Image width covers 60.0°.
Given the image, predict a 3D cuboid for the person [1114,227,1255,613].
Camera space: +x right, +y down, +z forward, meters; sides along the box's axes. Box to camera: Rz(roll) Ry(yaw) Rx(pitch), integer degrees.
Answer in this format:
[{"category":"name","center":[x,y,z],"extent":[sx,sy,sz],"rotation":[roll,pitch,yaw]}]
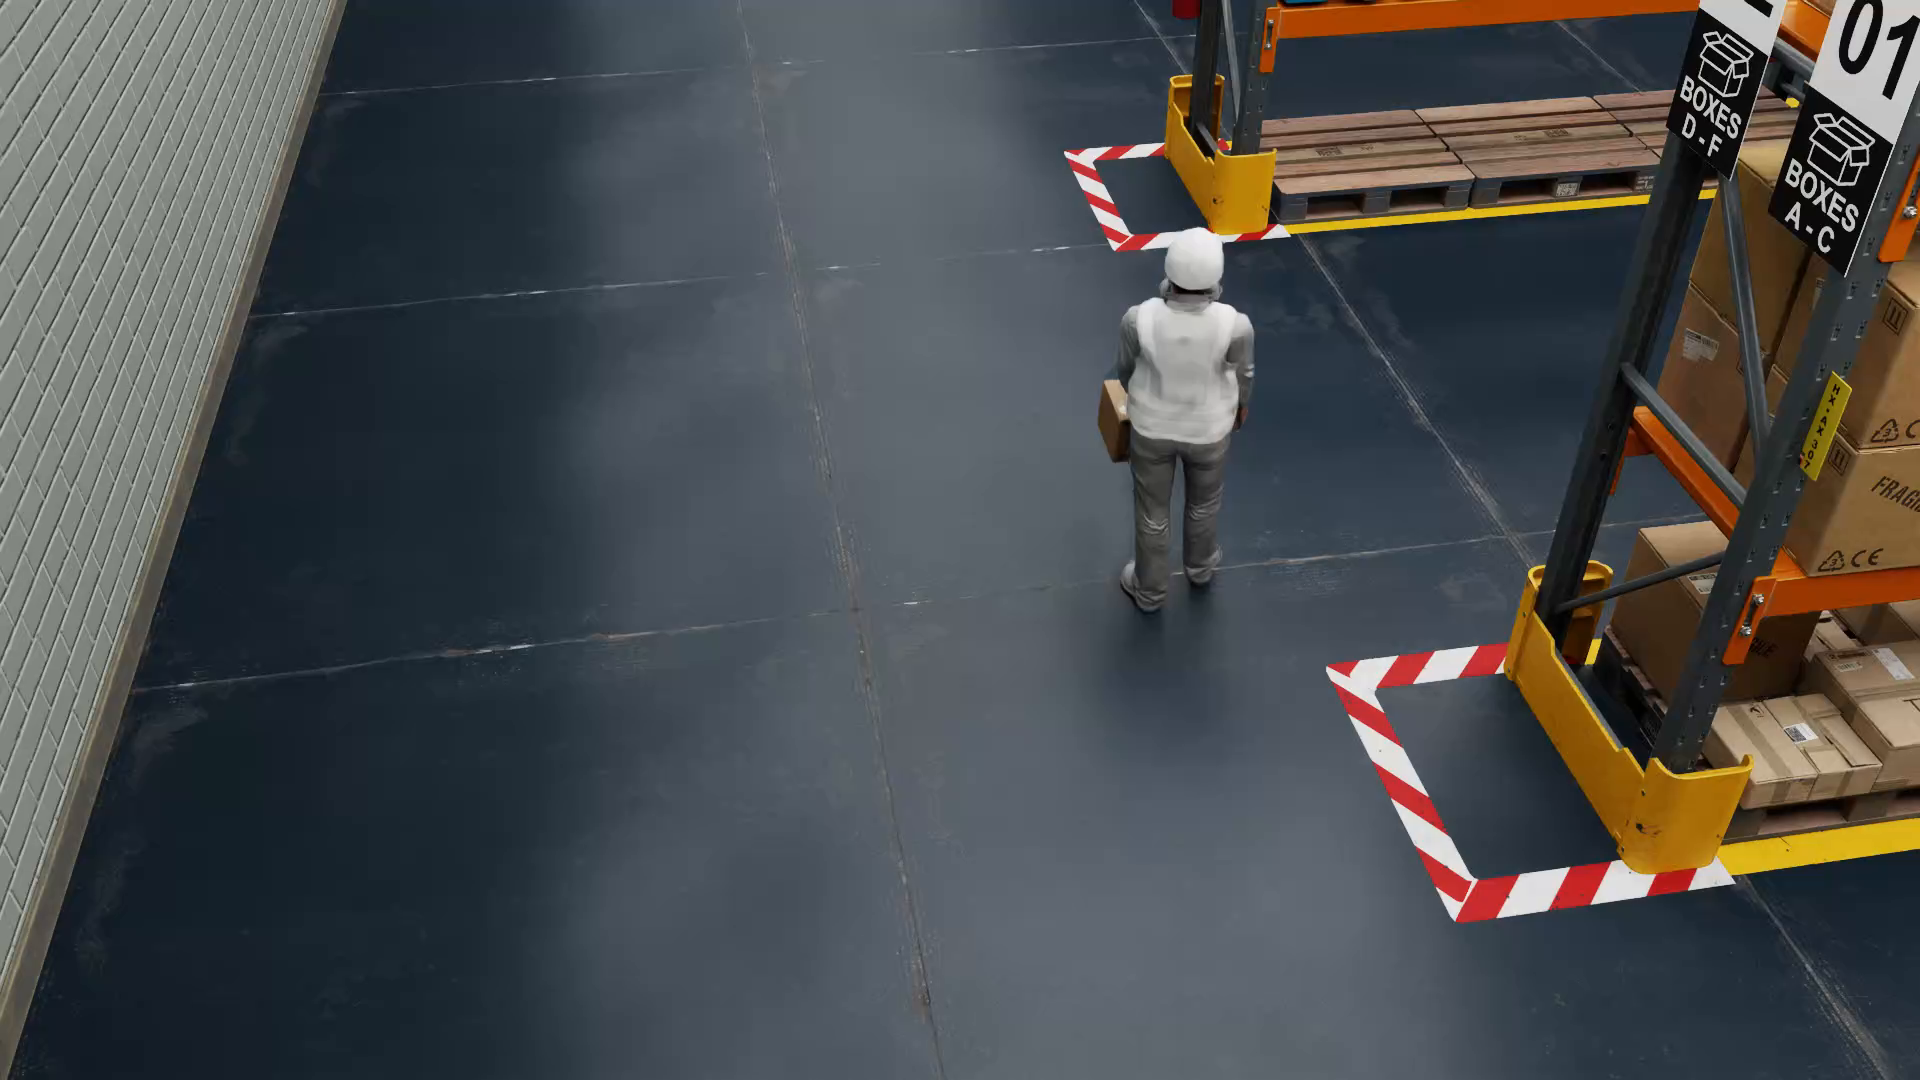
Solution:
[{"category":"person","center":[0.900,-0.523,6.789],"extent":[0.560,1.777,0.545],"rotation":[5,39,7]}]
